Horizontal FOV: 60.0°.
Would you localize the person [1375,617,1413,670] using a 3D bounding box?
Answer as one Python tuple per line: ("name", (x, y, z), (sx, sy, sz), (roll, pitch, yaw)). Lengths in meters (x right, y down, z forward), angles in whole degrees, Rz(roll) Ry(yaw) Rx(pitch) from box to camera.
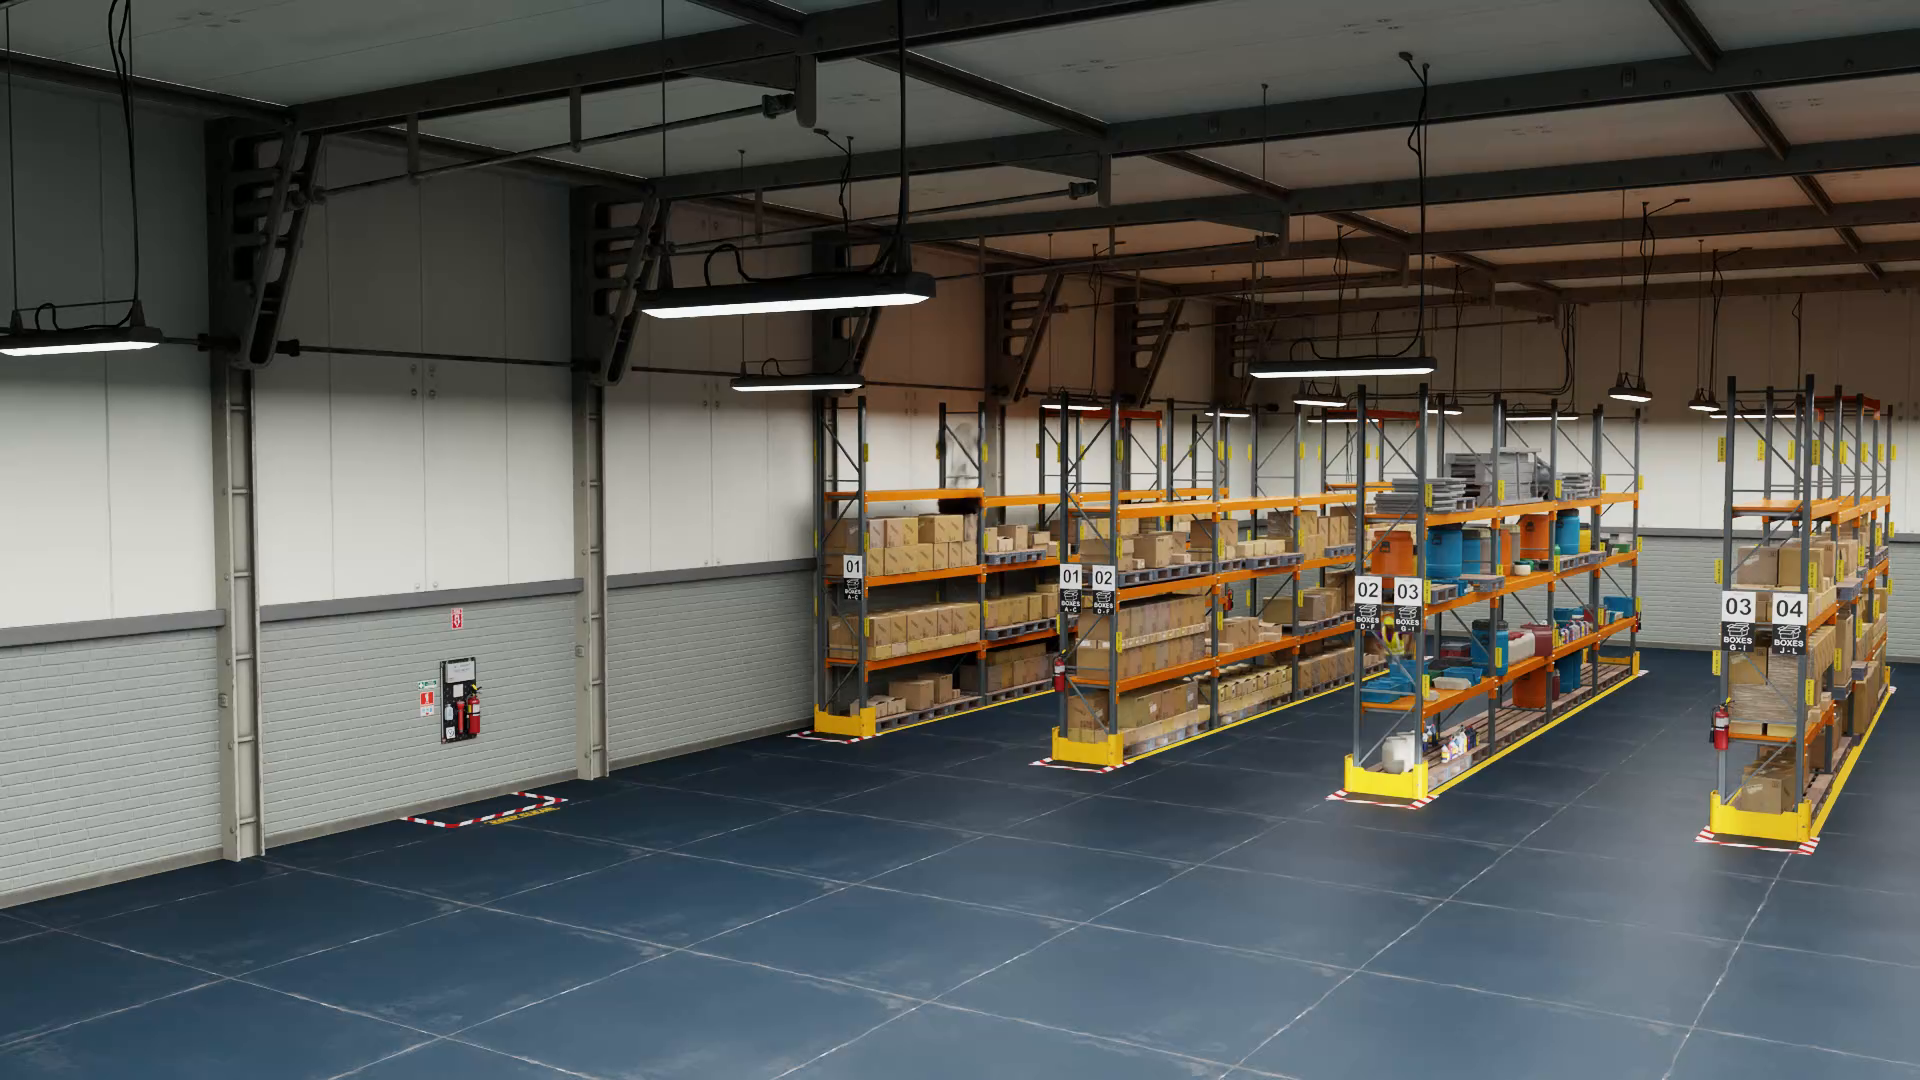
("person", (8.926, 2.401, 34.189), (0.747, 1.717, 1.043), (2, 3, 29))
